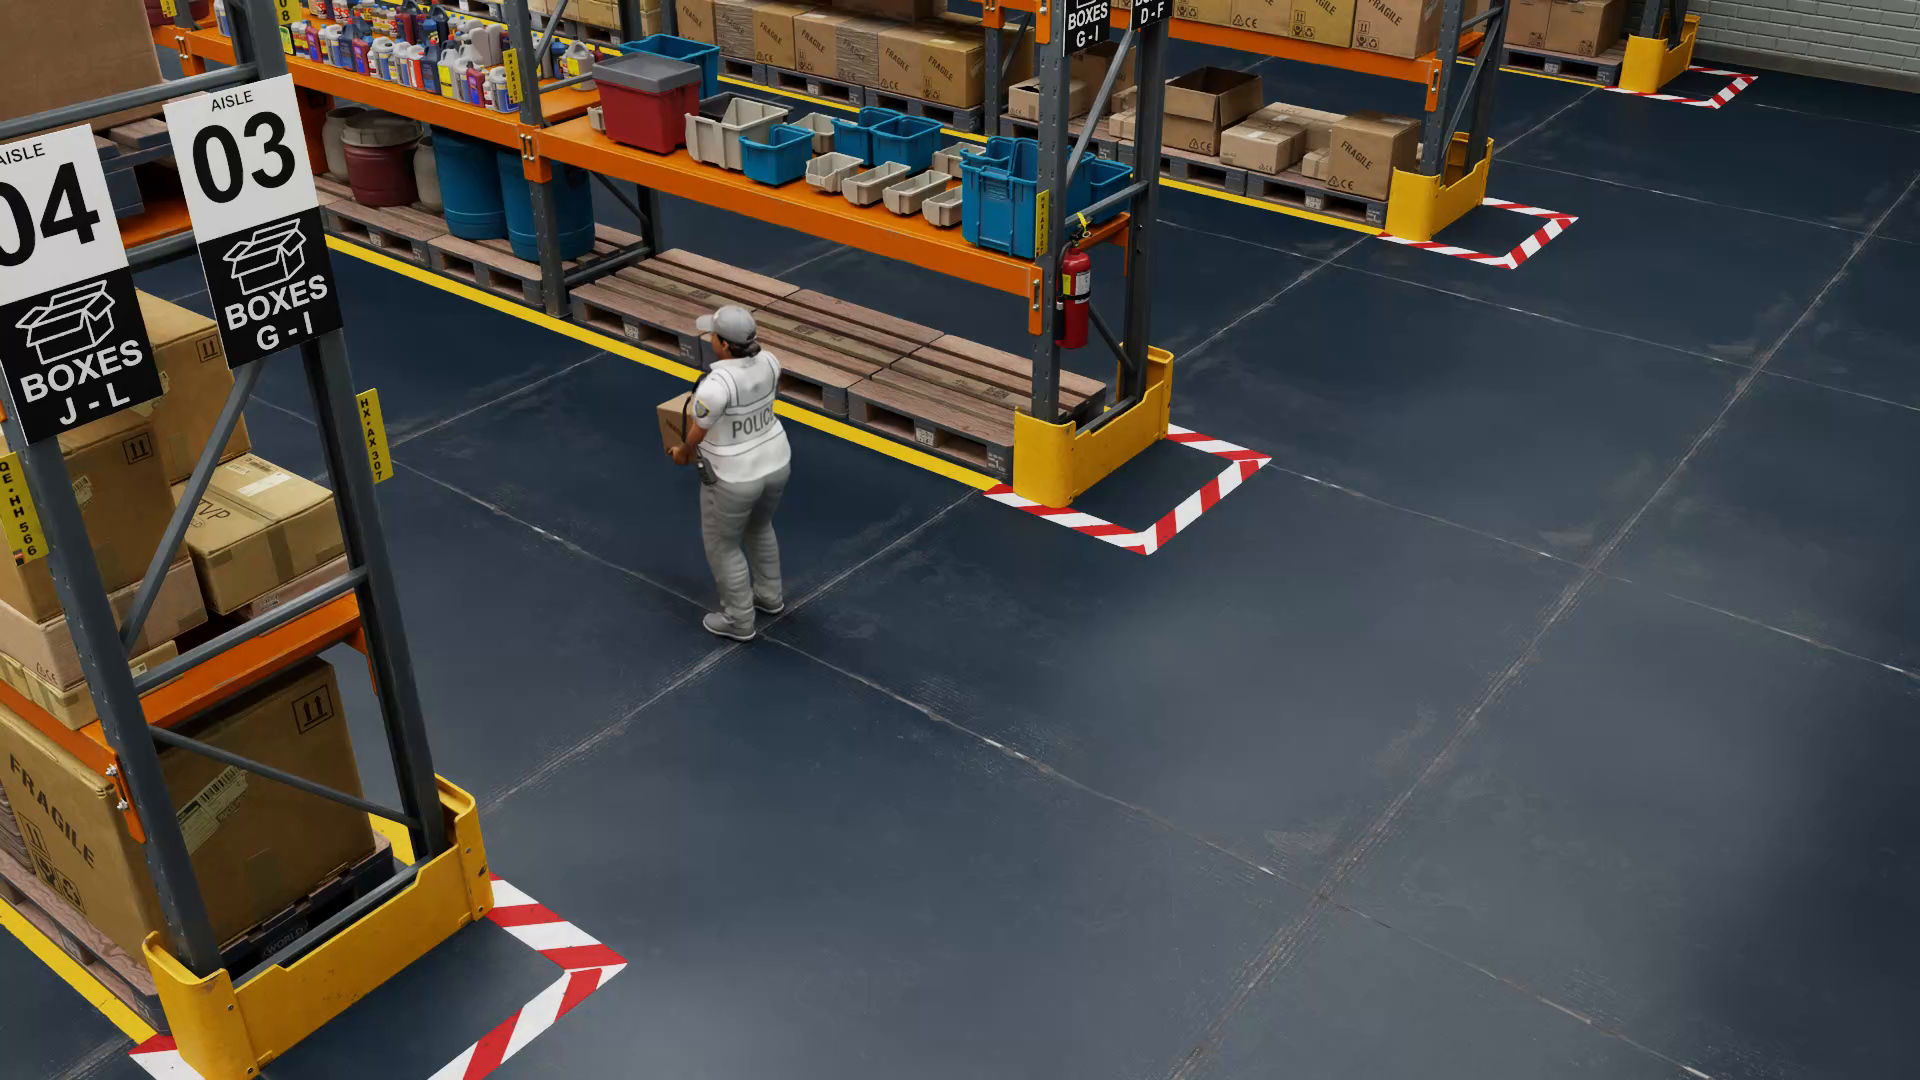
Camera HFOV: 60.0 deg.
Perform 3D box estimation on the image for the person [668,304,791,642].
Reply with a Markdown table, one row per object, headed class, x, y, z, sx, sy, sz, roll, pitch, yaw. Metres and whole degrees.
| class | x | y | z | sx | sy | sz | roll | pitch | yaw |
| --- | --- | --- | --- | --- | --- | --- | --- | --- | --- |
| person | -1.062 | -0.332 | 7.690 | 0.539 | 1.662 | 0.452 | 21 | 37 | 31 |
